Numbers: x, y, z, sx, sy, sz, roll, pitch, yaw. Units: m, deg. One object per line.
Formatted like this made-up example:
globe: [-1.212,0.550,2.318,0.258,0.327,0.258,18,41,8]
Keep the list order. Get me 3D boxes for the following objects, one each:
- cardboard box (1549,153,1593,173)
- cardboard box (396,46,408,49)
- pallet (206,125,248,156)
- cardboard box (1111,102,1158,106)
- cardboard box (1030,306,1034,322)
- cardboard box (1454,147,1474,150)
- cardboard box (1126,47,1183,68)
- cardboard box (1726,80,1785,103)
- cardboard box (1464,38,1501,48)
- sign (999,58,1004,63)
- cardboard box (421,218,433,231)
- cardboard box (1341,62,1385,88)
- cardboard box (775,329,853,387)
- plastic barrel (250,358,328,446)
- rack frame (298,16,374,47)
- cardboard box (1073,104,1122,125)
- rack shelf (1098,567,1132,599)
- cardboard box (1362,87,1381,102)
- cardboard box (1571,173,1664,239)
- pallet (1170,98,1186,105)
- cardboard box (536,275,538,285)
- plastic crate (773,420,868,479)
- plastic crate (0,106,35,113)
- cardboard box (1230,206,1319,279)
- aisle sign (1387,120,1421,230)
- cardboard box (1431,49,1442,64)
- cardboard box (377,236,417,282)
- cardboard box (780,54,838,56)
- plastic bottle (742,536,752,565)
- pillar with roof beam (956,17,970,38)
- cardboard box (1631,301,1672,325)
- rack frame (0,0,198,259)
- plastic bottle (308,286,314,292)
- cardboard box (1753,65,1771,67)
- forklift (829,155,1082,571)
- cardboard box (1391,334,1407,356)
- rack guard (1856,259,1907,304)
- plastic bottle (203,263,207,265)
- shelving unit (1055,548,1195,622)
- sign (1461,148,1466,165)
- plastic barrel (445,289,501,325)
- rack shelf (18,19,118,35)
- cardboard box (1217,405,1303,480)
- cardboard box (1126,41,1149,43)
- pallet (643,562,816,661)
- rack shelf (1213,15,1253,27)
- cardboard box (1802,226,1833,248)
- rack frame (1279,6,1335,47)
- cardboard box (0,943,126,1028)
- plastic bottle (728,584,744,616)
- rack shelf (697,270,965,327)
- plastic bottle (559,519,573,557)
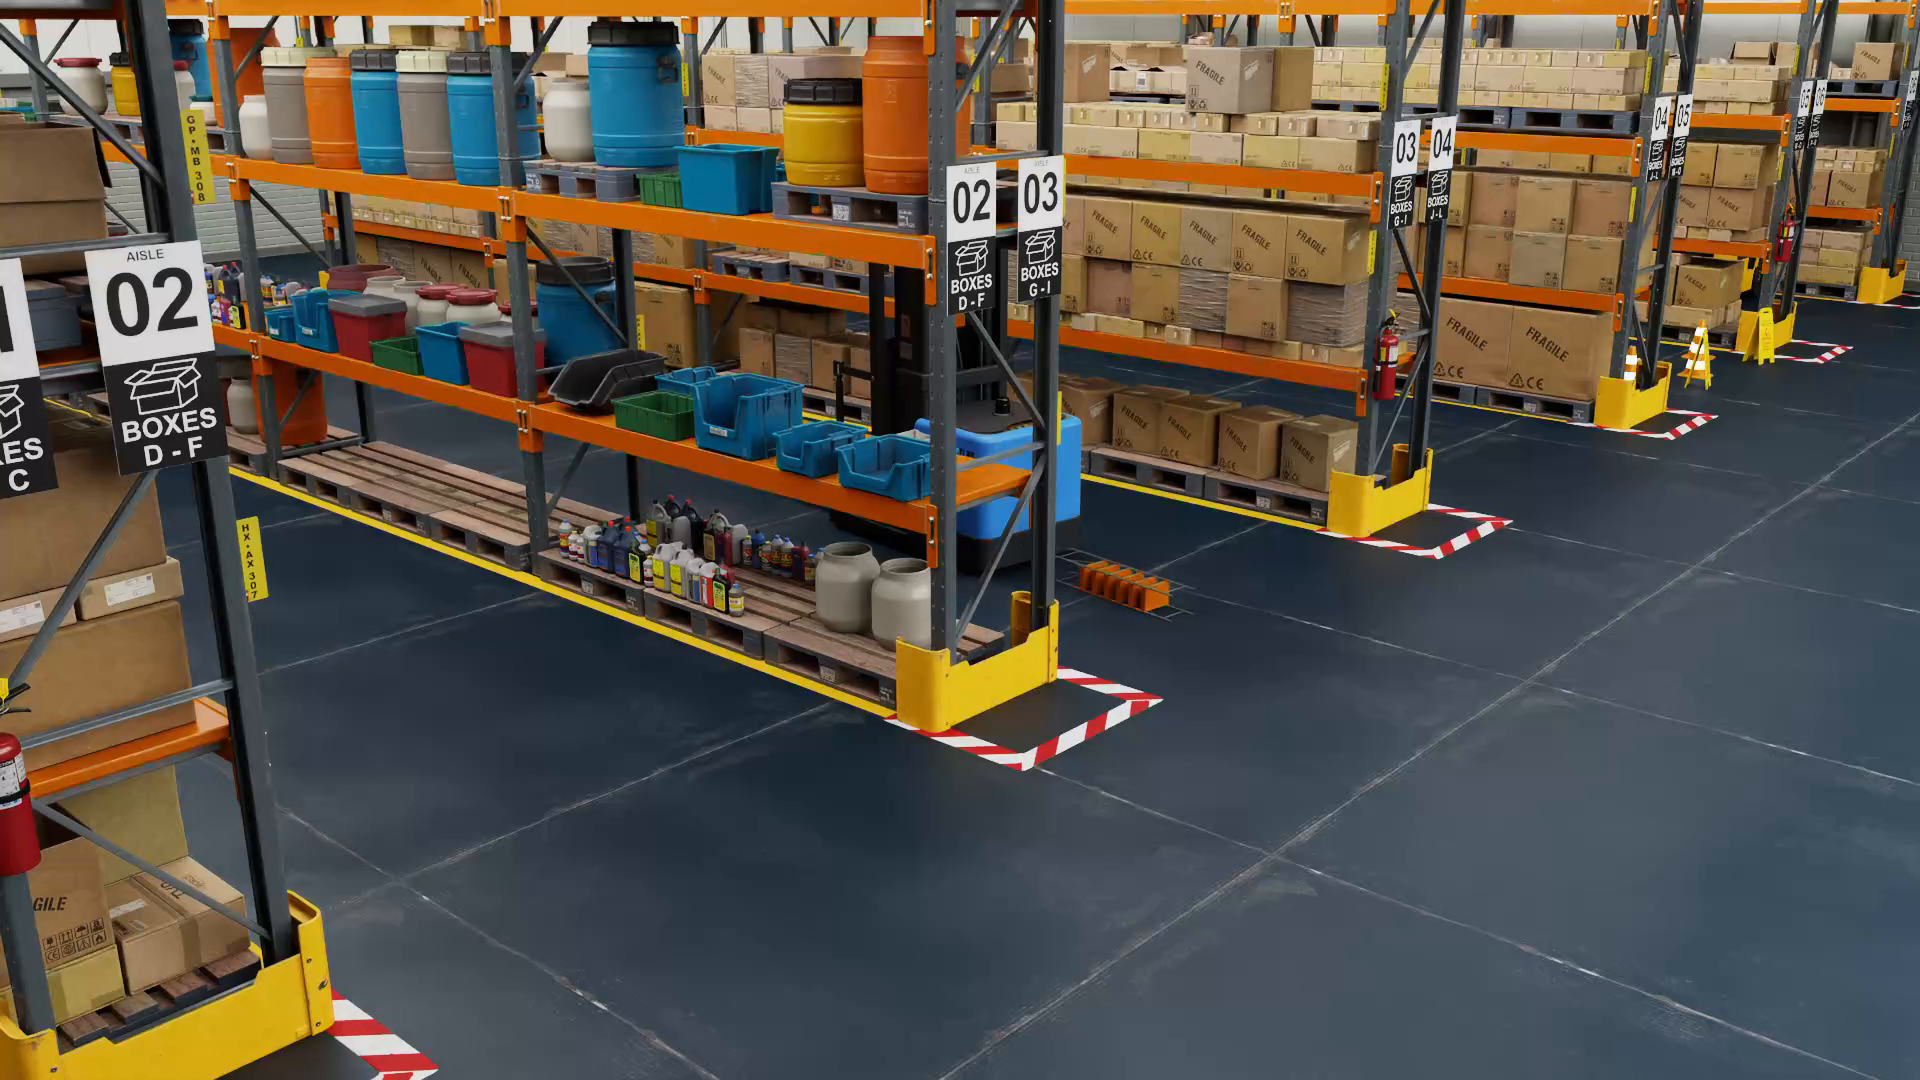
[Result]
cardboard box: [7.990,-4.949,21.438,0.500,0.500,0.700,14,23,38]
cardboard box: [-6.803,-6.114,21.435,0.500,0.500,0.700,16,24,42]
pallet: [-6.285,-3.591,14.822,1.213,0.211,1.003,15,23,39]
cardboard box: [1.545,-3.787,14.715,0.250,0.149,0.380,14,22,38]
cardboard box: [0.847,-2.065,15.075,0.250,0.149,0.380,15,23,39]
cardboard box: [6.963,-5.508,23.086,0.250,0.149,0.380,15,23,39]
cardboard box: [2.364,-5.738,20.248,0.500,0.500,0.500,15,23,39]
cardboard box: [9.510,-5.374,19.883,0.500,0.250,0.500,15,23,39]
cardboard box: [8.521,-7.882,27.006,0.500,0.500,0.500,16,23,41]
sign: [0.516,-5.852,20.779,0.005,0.325,0.100,15,23,39]
cardboard box: [-6.697,-4.073,21.403,0.250,0.149,0.380,16,23,40]
cardboard box: [4.428,-4.980,17.784,0.500,0.250,0.500,15,23,39]
cardboard box: [-1.552,-1.976,17.784,0.500,0.500,0.700,13,22,35]
plastic barrel: [-6.155,-1.336,15.255,0.708,0.830,0.600,15,23,39]
rack frame: [-8.473,-7.662,22.378,0.127,3.000,1.000,15,23,39]
cardboard box: [1.186,-3.669,14.345,0.250,0.149,0.380,16,24,41]
rack shelf: [1.107,0.299,11.848,0.258,0.180,0.103,-15,23,-38]
cardboard box: [4.484,-4.750,17.718,0.250,0.149,0.380,15,23,38]
cardboard box: [6.610,-3.361,16.711,0.550,0.550,0.875,15,23,39]
pallet: [3.151,-5.006,19.286,1.217,0.209,0.805,14,22,37]
cardboard box: [-4.321,-2.884,20.057,0.875,0.875,1.225,14,22,37]
plastic crate: [-0.849,-0.563,10.173,0.408,0.251,0.499,15,23,39]
plastic crate: [-9.662,-4.339,17.144,0.300,0.233,0.416,15,23,39]
cardboard box: [2.541,-2.410,13.435,0.500,0.500,0.500,15,23,39]
aisle sign: [3.341,-2.749,12.516,0.004,0.787,0.394,15,23,39]
cardboard box: [5.054,-4.977,17.115,0.250,0.149,0.380,15,23,39]
cardboard box: [-7.261,-3.697,22.620,0.875,0.875,0.875,15,23,39]
cardboard box: [-1.576,-4.772,17.239,0.500,0.500,0.500,15,23,39]
plastic bottle: [-1.502,0.070,11.831,0.097,0.201,0.097,0,18,0]
pillar with roof beam: [-2.879,-10.799,32.263,0.400,9.000,9.100,15,23,39]
cardboard box: [8.906,-2.929,21.233,0.500,0.250,0.500,15,23,39]
rack frame: [-3.085,-2.209,5.195,0.127,3.000,1.000,15,23,39]
plastic bottle: [-5.955,-2.204,15.310,0.097,0.271,0.097,0,18,0]
cardboard box: [9.742,-5.687,20.210,0.250,0.149,0.380,15,23,39]
forklift: [-0.401,-1.541,13.123,1.130,2.935,3.031,-14,23,-38]
cardboard box: [3.439,-1.581,13.551,0.250,0.149,0.380,15,23,39]
rack guard: [13.382,-3.760,24.132,0.348,0.500,1.175,15,23,39]
plastic bottle: [-7.609,-2.639,16.673,0.135,0.276,0.152,15,23,39]
shelving unit: [1.136,0.310,11.816,0.258,0.189,1.200,-15,23,-38]
sign: [6.714,-5.061,22.185,0.005,0.325,0.100,15,23,39]
plastic barrel: [-3.904,-1.726,13.368,0.433,0.535,0.433,0,18,0]
rack shelf: [-10.265,-5.606,17.751,4.000,0.370,1.077,15,23,39]
cardboard box: [2.568,-0.840,14.238,0.500,0.500,0.500,-11,21,-31]
cardboard box: [3.466,-9.250,31.271,0.500,0.250,0.500,15,23,38]
pallet: [-1.394,0.446,11.358,1.213,0.211,1.003,15,23,39]
rack shelf: [2.592,-8.166,25.816,4.000,0.370,1.077,15,23,39]
cardboard box: [12.426,-4.445,24.358,0.500,0.250,0.500,16,23,40]
rack frame: [3.870,-6.354,18.258,0.127,3.000,1.000,15,23,39]
cardboard box: [-3.682,1.720,6.584,0.500,0.250,0.500,15,23,39]
plastic bottle: [-1.459,0.385,10.838,0.097,0.201,0.097,0,18,0]
rack shelf: [-0.994,-2.452,17.068,4.000,0.370,1.077,15,23,39]
plastic bottle: [-2.838,-0.019,11.995,0.097,0.271,0.097,0,18,0]
